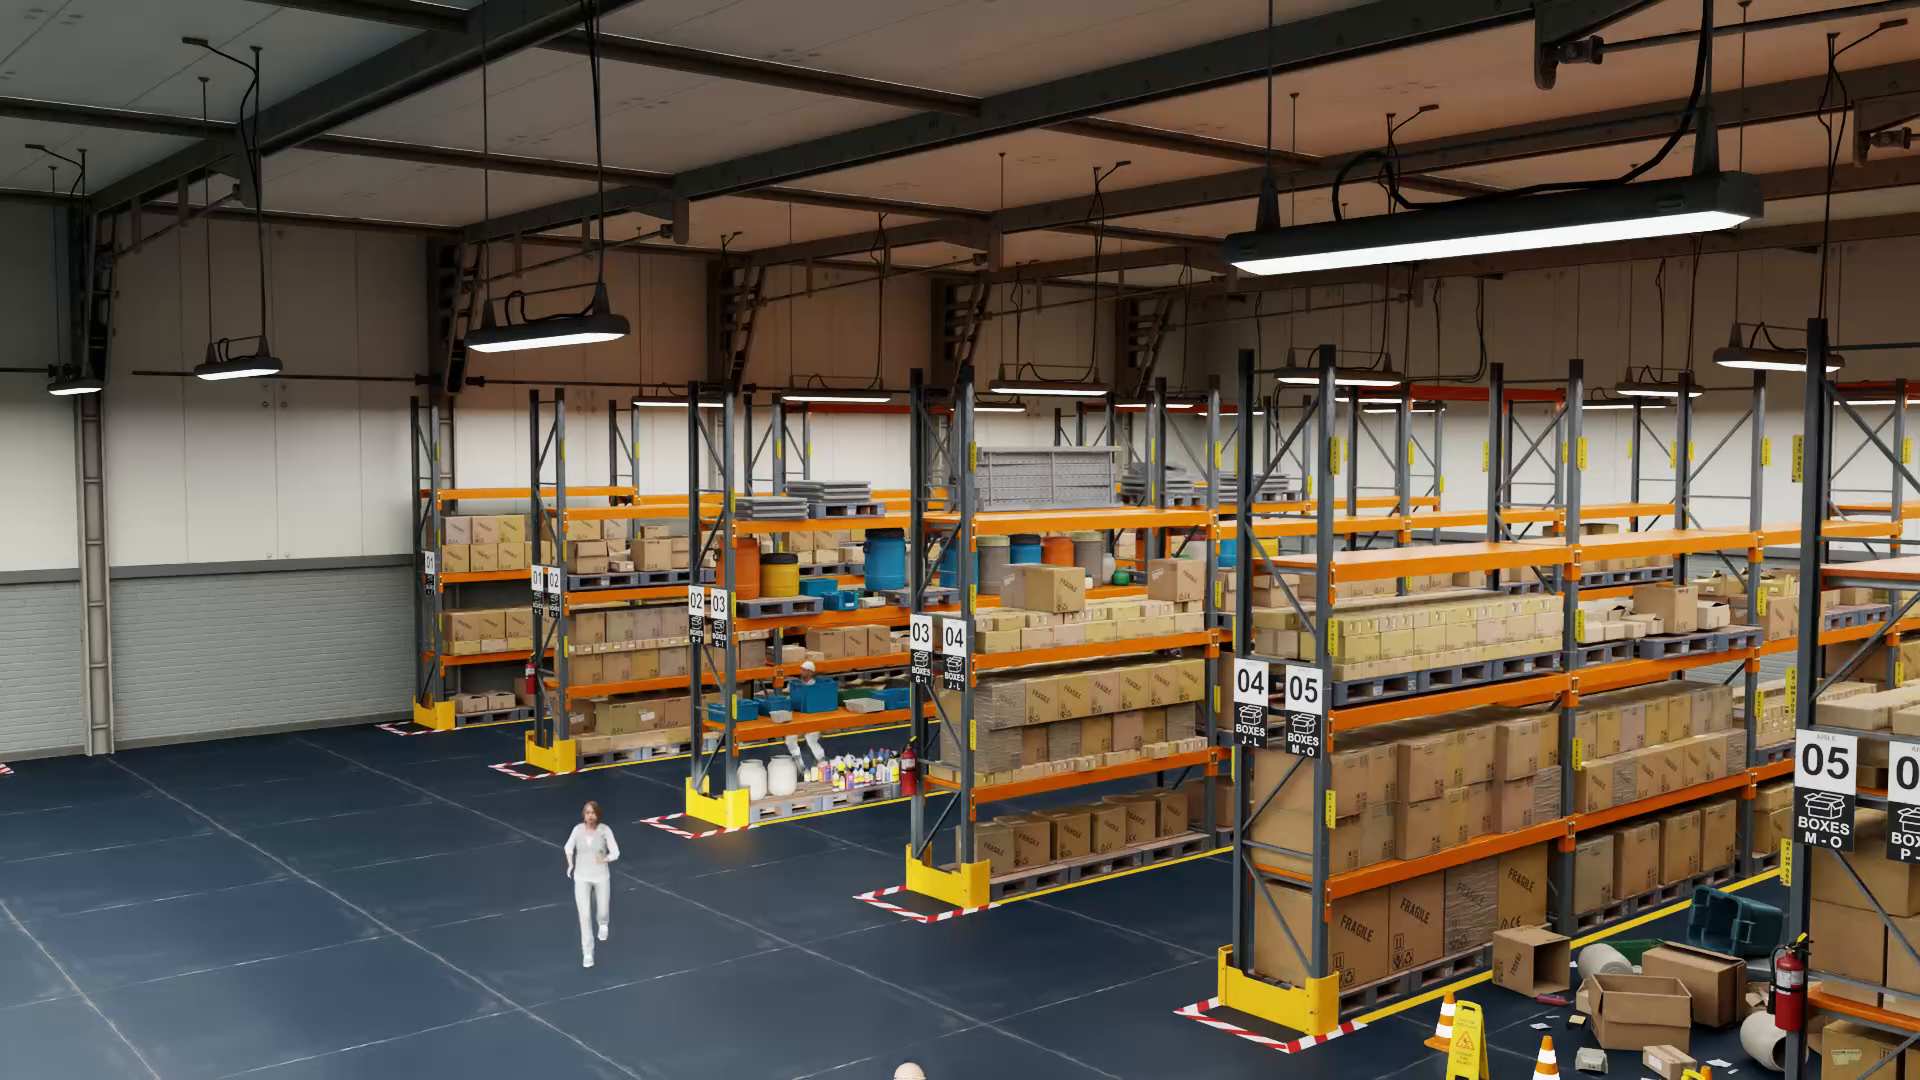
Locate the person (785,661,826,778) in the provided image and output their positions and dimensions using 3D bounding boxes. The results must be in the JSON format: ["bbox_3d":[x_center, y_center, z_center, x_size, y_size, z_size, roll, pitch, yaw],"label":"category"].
[{"bbox_3d":[-2.379,2.766,25.530,0.640,1.821,0.741,3,5,44],"label":"person"}]

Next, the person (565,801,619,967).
[{"bbox_3d":[-3.683,3.400,16.628,0.547,1.551,0.823,0,3,-8],"label":"person"}]

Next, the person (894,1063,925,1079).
[{"bbox_3d":[-0.279,3.731,9.069,0.705,1.794,0.921,0,3,6],"label":"person"}]
